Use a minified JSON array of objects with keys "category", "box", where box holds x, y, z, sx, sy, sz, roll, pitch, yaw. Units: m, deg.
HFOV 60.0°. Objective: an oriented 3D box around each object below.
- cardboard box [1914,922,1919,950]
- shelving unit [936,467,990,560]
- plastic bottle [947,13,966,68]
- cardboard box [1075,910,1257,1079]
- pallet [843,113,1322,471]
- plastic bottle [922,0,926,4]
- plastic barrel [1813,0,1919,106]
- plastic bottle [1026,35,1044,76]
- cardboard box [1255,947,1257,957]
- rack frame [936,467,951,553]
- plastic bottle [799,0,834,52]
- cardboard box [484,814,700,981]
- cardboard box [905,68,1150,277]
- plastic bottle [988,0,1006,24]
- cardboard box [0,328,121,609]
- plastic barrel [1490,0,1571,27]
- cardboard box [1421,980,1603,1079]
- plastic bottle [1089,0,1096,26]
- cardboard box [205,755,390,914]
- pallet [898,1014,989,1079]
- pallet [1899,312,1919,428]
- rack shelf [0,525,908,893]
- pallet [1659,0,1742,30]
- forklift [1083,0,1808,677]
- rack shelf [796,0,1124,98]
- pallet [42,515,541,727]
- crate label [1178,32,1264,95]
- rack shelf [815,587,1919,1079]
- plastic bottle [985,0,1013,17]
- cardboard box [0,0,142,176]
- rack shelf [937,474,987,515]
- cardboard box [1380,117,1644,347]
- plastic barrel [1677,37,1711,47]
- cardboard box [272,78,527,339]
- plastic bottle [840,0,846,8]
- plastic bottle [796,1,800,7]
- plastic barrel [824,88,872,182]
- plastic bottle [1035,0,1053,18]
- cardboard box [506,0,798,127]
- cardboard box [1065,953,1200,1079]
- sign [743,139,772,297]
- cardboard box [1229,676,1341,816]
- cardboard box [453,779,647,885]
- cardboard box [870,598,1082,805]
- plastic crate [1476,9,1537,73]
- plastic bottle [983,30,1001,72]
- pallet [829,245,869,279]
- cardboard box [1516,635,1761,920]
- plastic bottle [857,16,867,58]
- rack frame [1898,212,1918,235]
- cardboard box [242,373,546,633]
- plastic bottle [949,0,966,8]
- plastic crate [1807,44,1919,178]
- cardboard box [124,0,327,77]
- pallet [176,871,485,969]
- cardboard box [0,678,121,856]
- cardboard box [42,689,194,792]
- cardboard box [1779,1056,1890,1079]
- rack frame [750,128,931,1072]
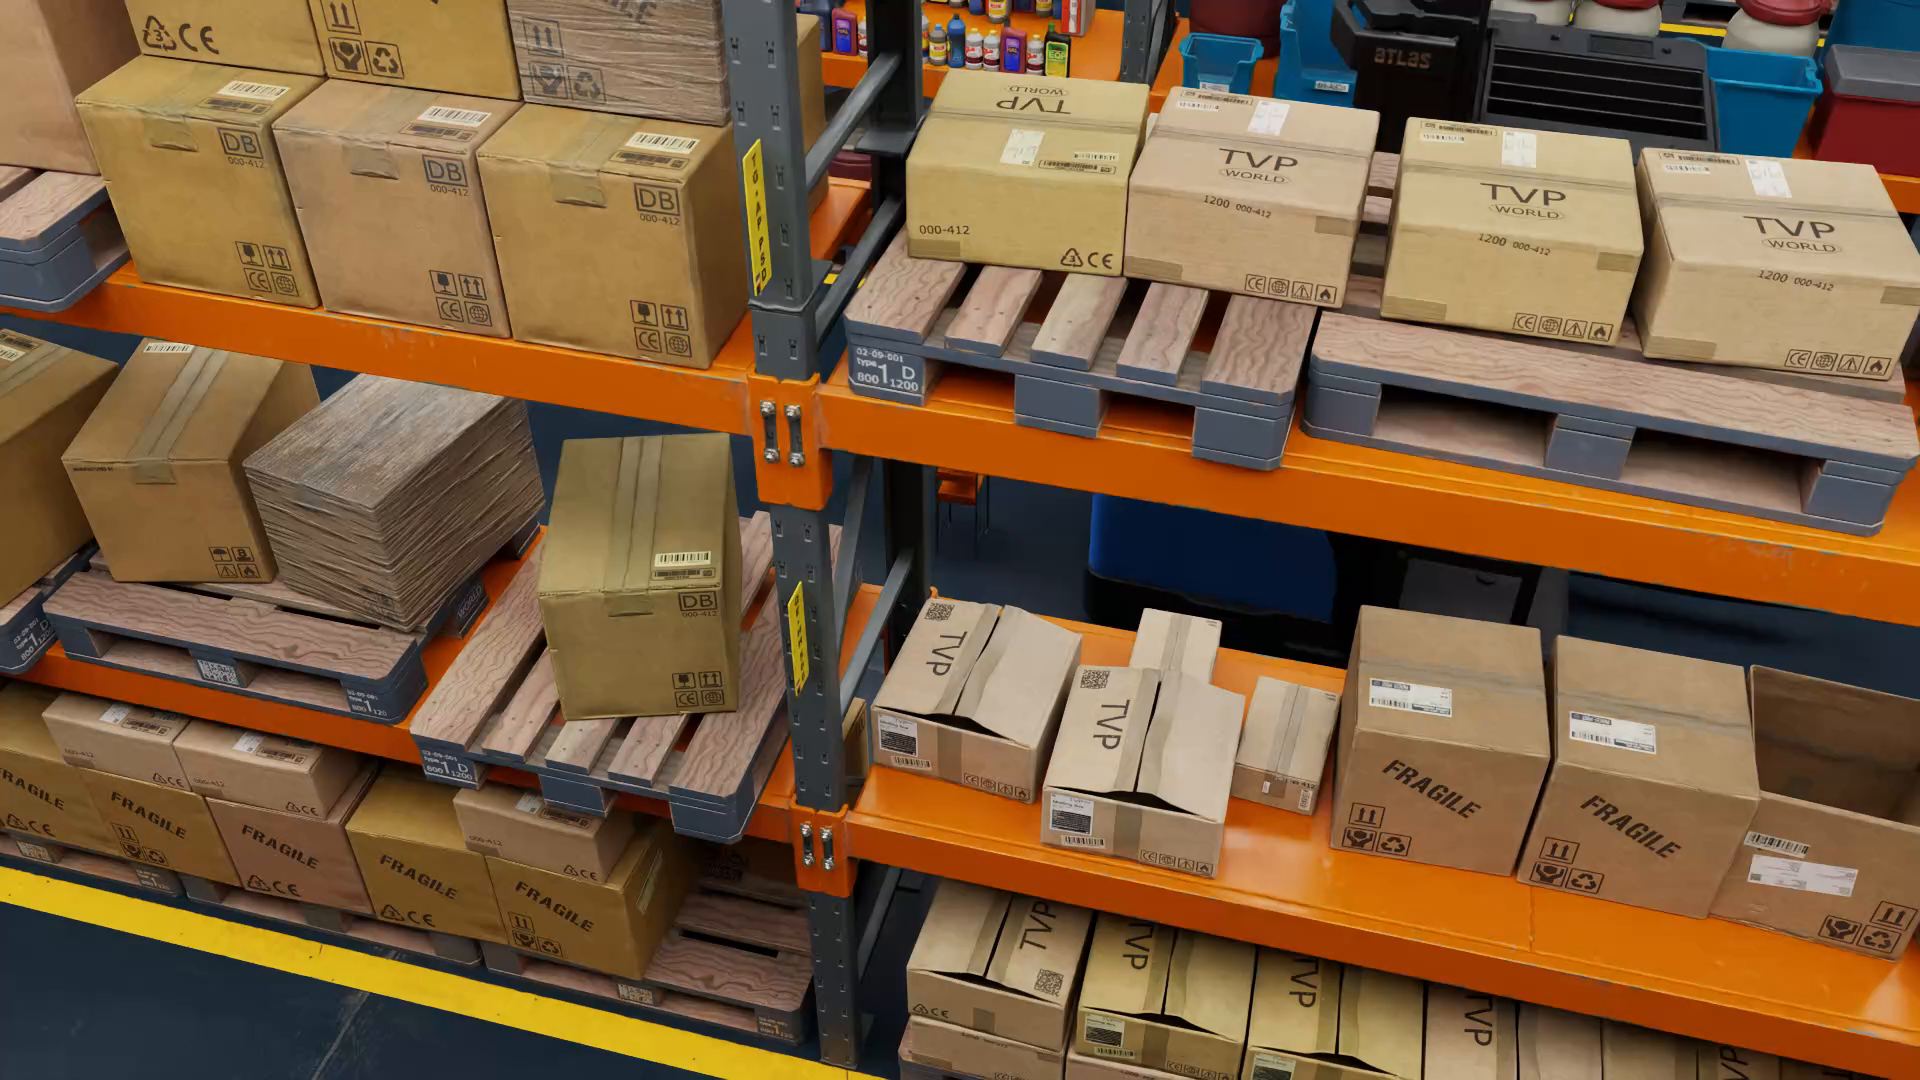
[{"category":"cardboard box","box":[2.683,1.015,4.338,0.258,0.266,0.396,9,41,10]},{"category":"shelving unit","box":[0.014,-0.457,7.386,0.189,1.200,0.258,10,41,11]},{"category":"plastic bottle","box":[-0.019,-2.600,8.638,0.097,0.271,0.097,0,40,0]},{"category":"cardboard box","box":[0.655,1.360,5.198,0.500,0.311,0.500,9,41,10]},{"category":"pallet","box":[0.394,-0.688,4.076,1.003,0.211,1.213,12,41,13]},{"category":"plastic bottle","box":[-0.238,-3.143,9.285,0.097,0.271,0.097,0,40,0]},{"category":"plastic barrel","box":[4.569,-2.525,8.059,0.708,0.901,0.600,10,41,11]},{"category":"plastic bottle","box":[0.392,-2.502,8.576,0.097,0.201,0.097,0,40,0]},{"category":"cardboard box","box":[1.271,1.328,5.673,0.500,0.250,0.500,11,41,12]},{"category":"rack frame","box":[-0.074,-0.472,7.404,0.006,1.200,0.240,10,41,11]},{"category":"plastic bottle","box":[-0.748,-2.771,8.781,0.185,0.351,0.144,10,41,11]},{"category":"cardboard box","box":[-1.249,1.110,5.722,0.500,0.500,0.500,11,41,13]},{"category":"cardboard box","box":[0.168,-0.881,3.949,0.500,0.250,0.500,7,41,8]},{"category":"plastic bottle","box":[0.204,-2.939,9.096,0.097,0.201,0.097,0,40,0]},{"category":"cardboard box","box":[-3.068,-0.241,5.324,0.500,0.500,0.700,16,43,18]},{"category":"plastic barrel","box":[2.869,-2.622,8.459,0.433,0.535,0.433,0,40,0]},{"category":"cardboard box","box":[1.644,1.531,4.994,0.500,0.311,0.500,9,41,11]},{"category":"plastic bottle","box":[0.665,-2.971,9.076,0.135,0.276,0.152,10,41,11]},{"category":"cardboard box","box":[-2.257,0.940,5.924,0.500,0.500,0.500,8,41,10]},{"category":"pallet","box":[0.501,1.560,5.753,1.213,0.211,1.003,10,41,11]},{"category":"pallet","box":[2.724,-0.218,3.518,1.217,0.209,0.805,8,41,10]},{"category":"rack shelf","box":[-2.216,0.274,5.675,4.000,0.370,1.077,10,41,11]},{"category":"pallet","box":[5.392,-4.219,12.634,1.213,0.211,1.003,10,41,11]},{"category":"forklift","box":[2.116,-0.777,6.420,3.031,2.935,1.130,11,41,13]},{"category":"rack shelf","box":[-0.932,-2.803,9.339,4.000,0.370,1.077,10,41,11]},{"category":"pallet","box":[-2.164,0.084,5.491,1.213,0.211,1.003,10,41,11]},{"category":"crate label","box":[1.310,-2.379,8.405,0.416,0.233,0.303,10,41,11]},{"category":"rack shelf","box":[1.648,0.939,4.884,4.000,0.370,1.077,10,41,11]},{"category":"plastic bottle","box":[0.218,-3.048,9.168,0.135,0.276,0.152,10,41,11]},{"category":"cardboard box","box":[-2.392,-1.371,4.260,0.600,0.600,0.600,8,41,10]},{"category":"rack shelf","box":[0.014,-0.239,7.569,0.180,0.103,0.258,10,41,11]},{"category":"cardboard box","box":[1.229,-0.703,3.737,0.500,0.250,0.500,9,41,11]},{"category":"plastic barrel","box":[3.625,-2.343,8.340,0.301,0.262,0.301,0,40,0]},{"category":"cardboard box","box":[-1.207,-0.992,4.214,0.500,0.500,0.910,10,41,11]},{"category":"plastic bottle","box":[-0.737,-3.142,9.222,0.185,0.351,0.144,10,41,11]},{"category":"plastic bottle","box":[-0.897,-2.784,8.848,0.133,0.283,0.061,10,41,11]},{"category":"plastic barrel","box":[-0.568,-2.242,9.660,0.708,0.588,0.600,10,41,11]},{"category":"plastic bottle","box":[0.466,-2.995,9.163,0.097,0.201,0.097,0,40,0]},{"category":"cardboard box","box":[-0.704,-1.315,3.821,0.500,0.500,0.500,10,41,11]},{"category":"cardboard box","box":[0.631,1.576,5.378,0.500,0.250,0.500,9,41,10]},{"category":"sign","box":[-0.427,-0.679,3.516,0.005,0.325,0.100,10,41,11]},{"category":"cardboard box","box":[0.962,0.604,4.918,0.250,0.149,0.380,13,42,15]},{"category":"cardboard box","box":[-1.304,0.816,5.489,0.500,0.250,0.500,11,41,13]},{"category":"cardboard box","box":[0.056,0.453,4.973,0.500,0.311,0.500,12,42,14]},{"category":"plastic crate","box":[2.482,-2.312,8.145,0.583,0.464,0.402,10,41,11]},{"category":"plastic bottle","box":[0.169,-2.541,8.622,0.097,0.201,0.097,0,40,0]},{"category":"pallet","box":[-0.948,-1.987,9.977,1.213,0.211,1.003,10,41,11]},{"category":"cardboard box","box":[1.849,0.649,4.592,0.500,0.500,0.500,10,41,11]},{"category":"plastic bottle","box":[-0.489,-2.654,8.757,0.097,0.201,0.097,0,40,0]},{"category":"rack frame","box":[4.864,-2.081,7.920,0.127,3.000,1.000,10,41,11]},{"category":"cardboard box","box":[-1.756,-0.174,5.245,0.500,0.500,0.700,17,43,20]},{"category":"plastic bottle","box":[-0.016,-3.078,9.261,0.097,0.201,0.097,0,40,0]},{"category":"plastic crate","box":[4.317,-1.996,7.769,0.583,0.464,0.402,10,41,11]},{"category":"cardboard box","box":[-1.690,-1.485,4.023,0.500,0.500,0.500,10,41,11]},{"category":"pallet","box":[-2.171,1.047,6.364,1.213,0.211,1.003,10,41,11]},{"category":"cardboard box","box":[-3.226,0.768,6.129,0.500,0.500,0.500,10,41,12]},{"category":"cardboard box","box":[-2.778,0.566,5.787,0.500,0.250,0.500,10,41,12]},{"category":"cardboard box","box":[2.610,1.701,4.792,0.500,0.311,0.500,11,41,13]},{"category":"rack frame","box":[-0.284,0.331,5.048,0.127,3.000,1.000,10,41,11]}]
